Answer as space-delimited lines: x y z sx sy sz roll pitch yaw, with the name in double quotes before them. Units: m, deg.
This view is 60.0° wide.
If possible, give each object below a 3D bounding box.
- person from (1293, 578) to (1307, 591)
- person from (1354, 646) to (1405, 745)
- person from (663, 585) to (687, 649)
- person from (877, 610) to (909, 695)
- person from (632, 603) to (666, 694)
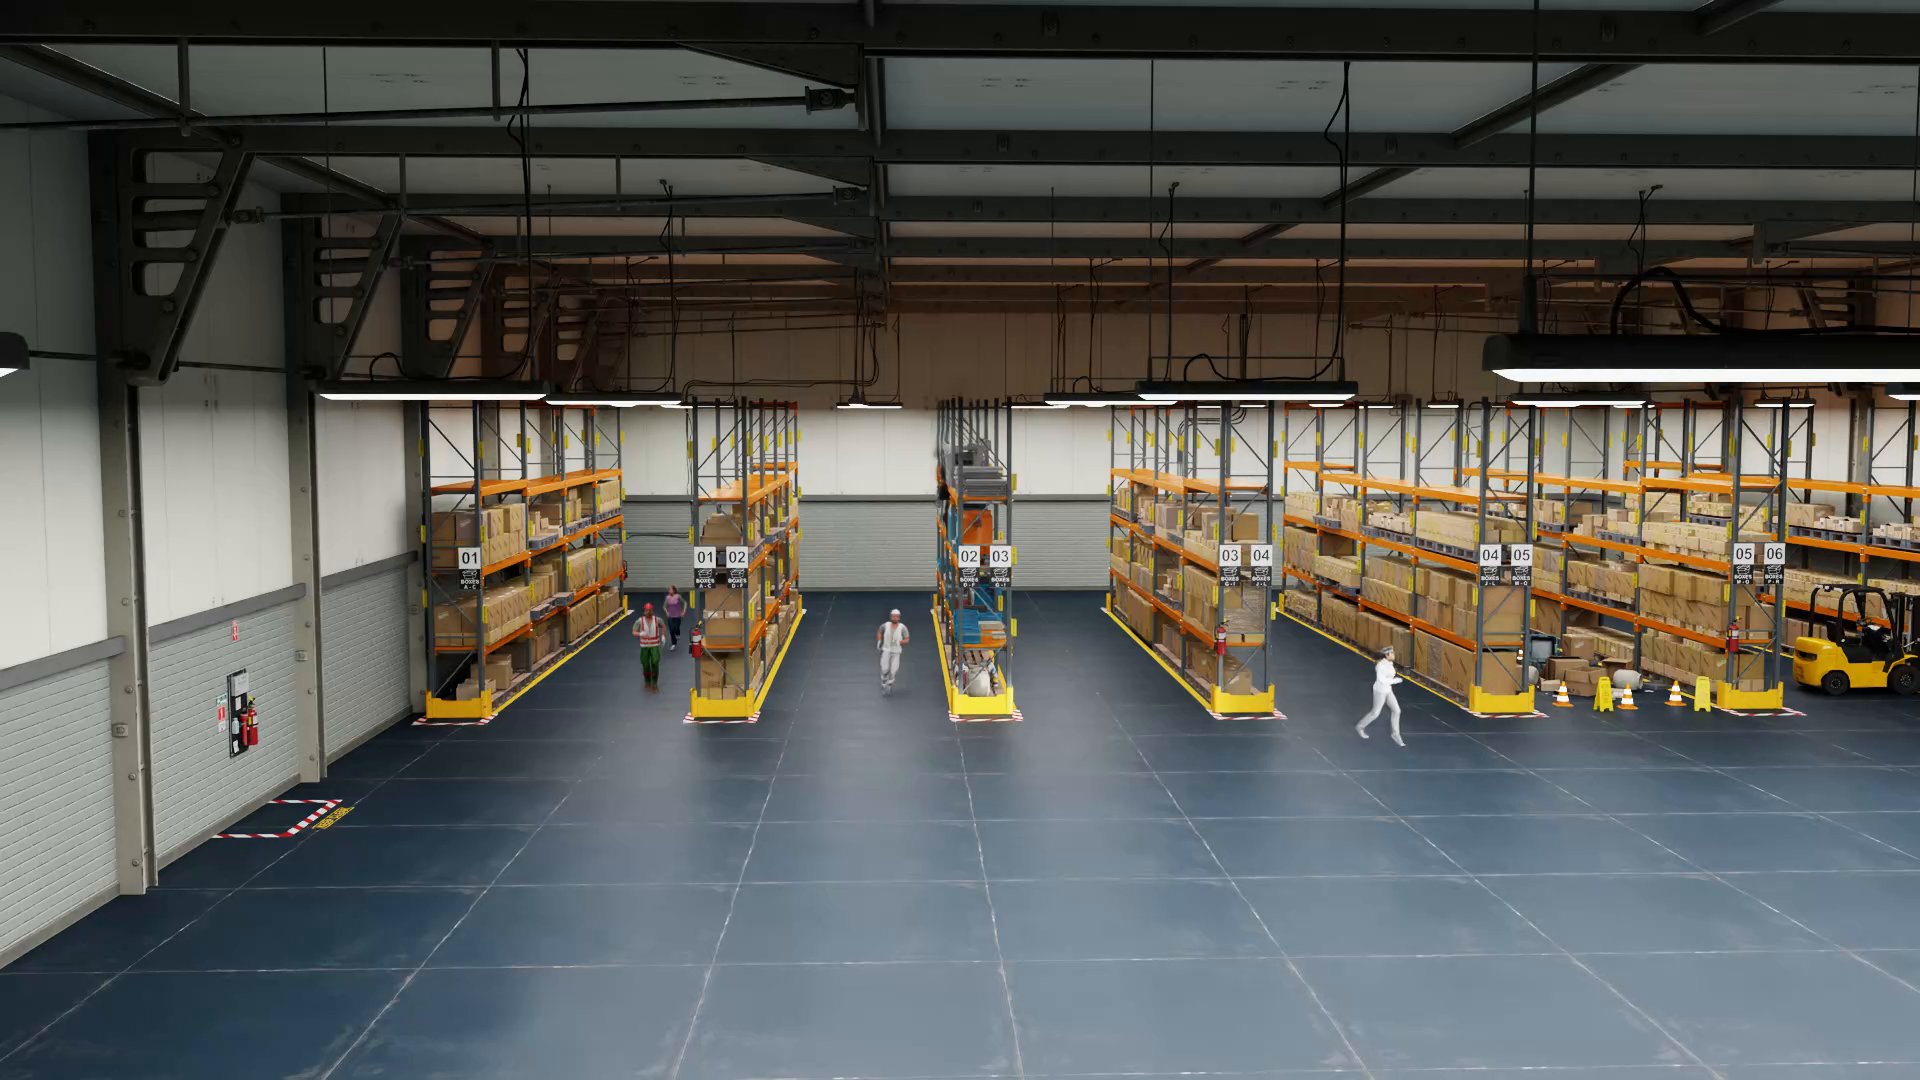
"person" 10.066 1.148 49.095 1.044 1.547 0.679 3 5 33
"person" 7.274 2.666 28.768 0.891 1.730 0.638 3 5 32
"person" -6.873 1.865 40.011 0.560 1.558 0.605 0 4 2
"person" -1.344 2.260 33.411 0.645 1.742 0.637 0 4 -2
"person" -6.344 2.211 33.928 0.664 1.852 0.777 -1 4 -9
